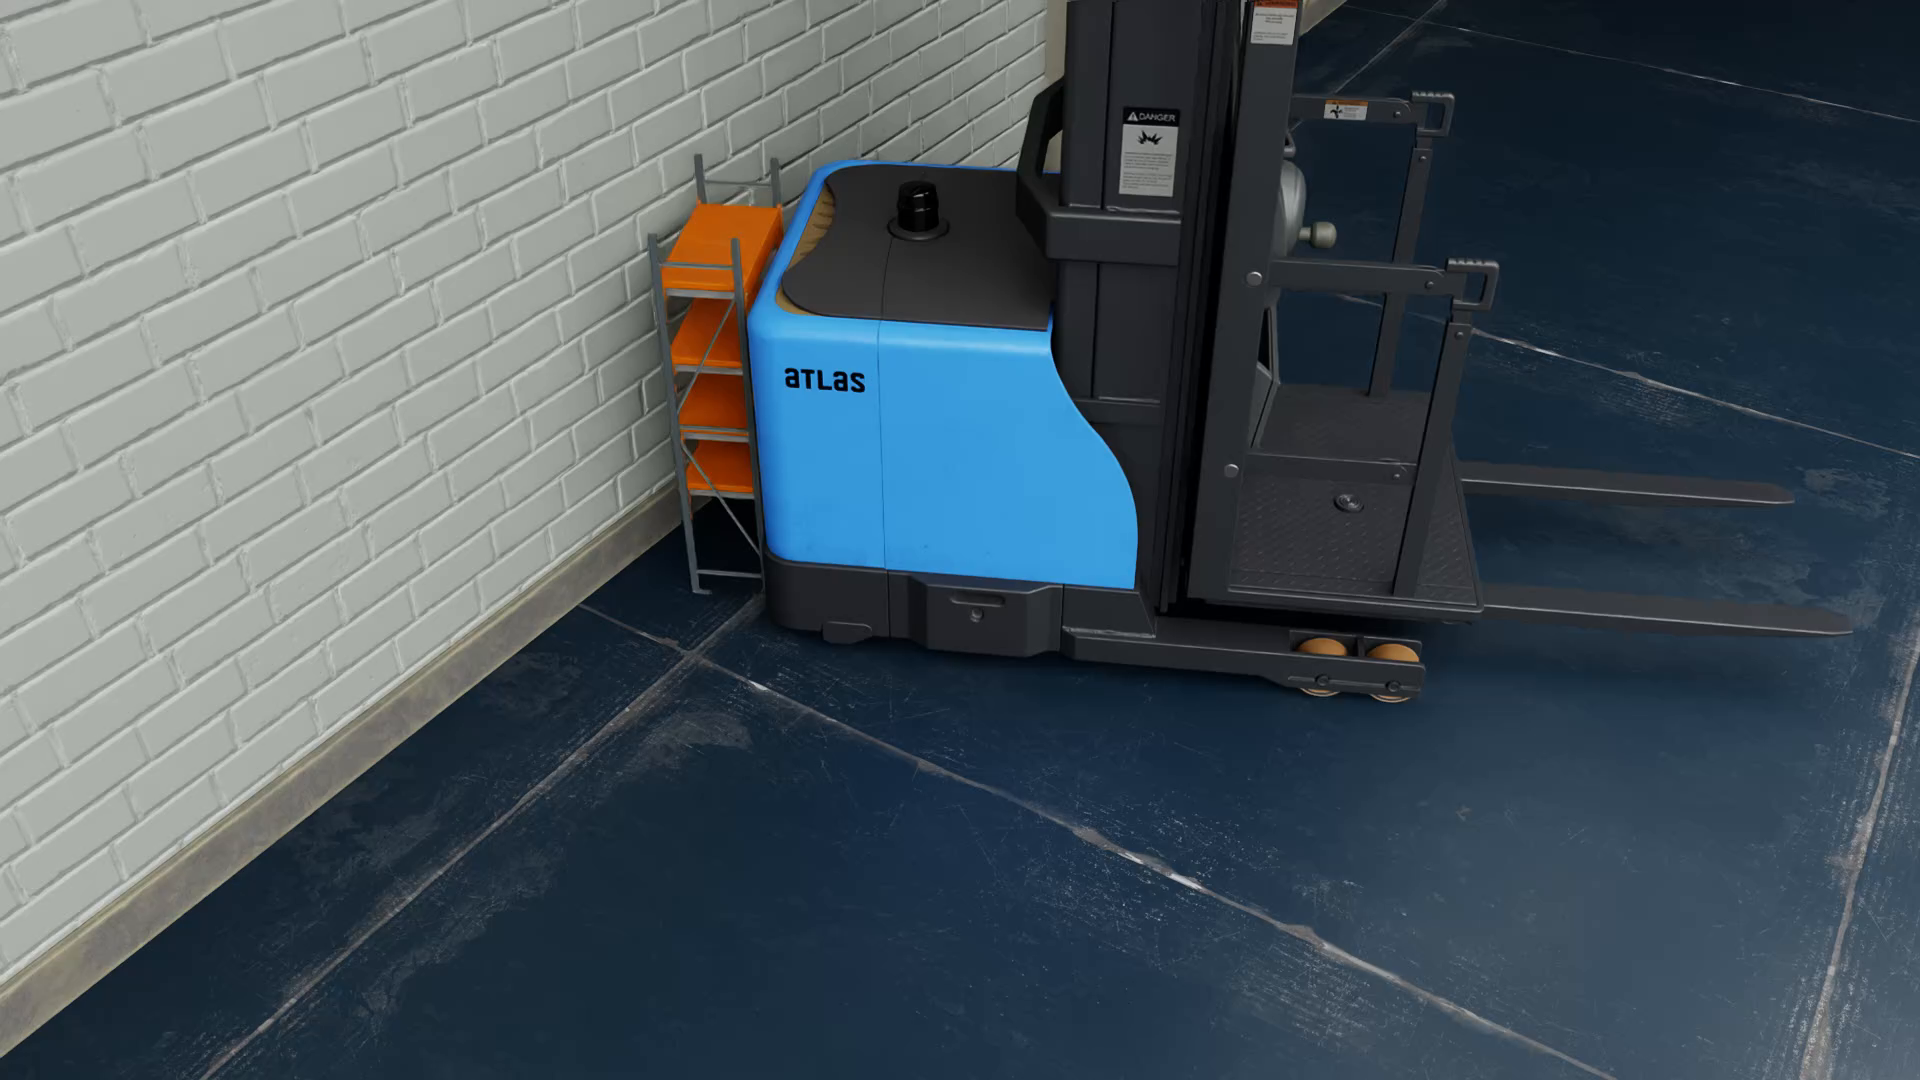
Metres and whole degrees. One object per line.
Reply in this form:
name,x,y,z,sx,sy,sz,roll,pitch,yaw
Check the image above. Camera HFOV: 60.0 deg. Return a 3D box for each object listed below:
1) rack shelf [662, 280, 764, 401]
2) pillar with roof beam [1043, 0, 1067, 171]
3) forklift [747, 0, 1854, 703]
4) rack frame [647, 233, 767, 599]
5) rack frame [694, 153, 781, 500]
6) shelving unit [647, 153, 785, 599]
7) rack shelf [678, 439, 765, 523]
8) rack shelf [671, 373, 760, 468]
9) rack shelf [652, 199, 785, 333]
rack shelf,-0.661,-0.581,4.764,0.258,0.148,0.480,4,38,5
pillar with roof beam,4.195,-3.473,2.384,9.100,9.000,0.400,21,42,25
forklift,0.993,-1.052,4.214,3.031,2.935,1.130,5,38,6
rack frame,-0.690,-0.309,4.668,0.240,1.200,0.015,4,38,5
rack frame,-0.632,-0.605,5.052,0.240,1.200,0.015,4,38,5
shelving unit,-0.661,-0.457,4.860,0.258,1.200,0.503,4,38,5
rack shelf,-0.661,-0.246,5.022,0.258,0.148,0.480,4,38,5
rack shelf,-0.661,-0.404,4.901,0.258,0.148,0.480,4,38,5
rack shelf,-0.661,-0.768,4.620,0.258,0.148,0.480,4,38,5
